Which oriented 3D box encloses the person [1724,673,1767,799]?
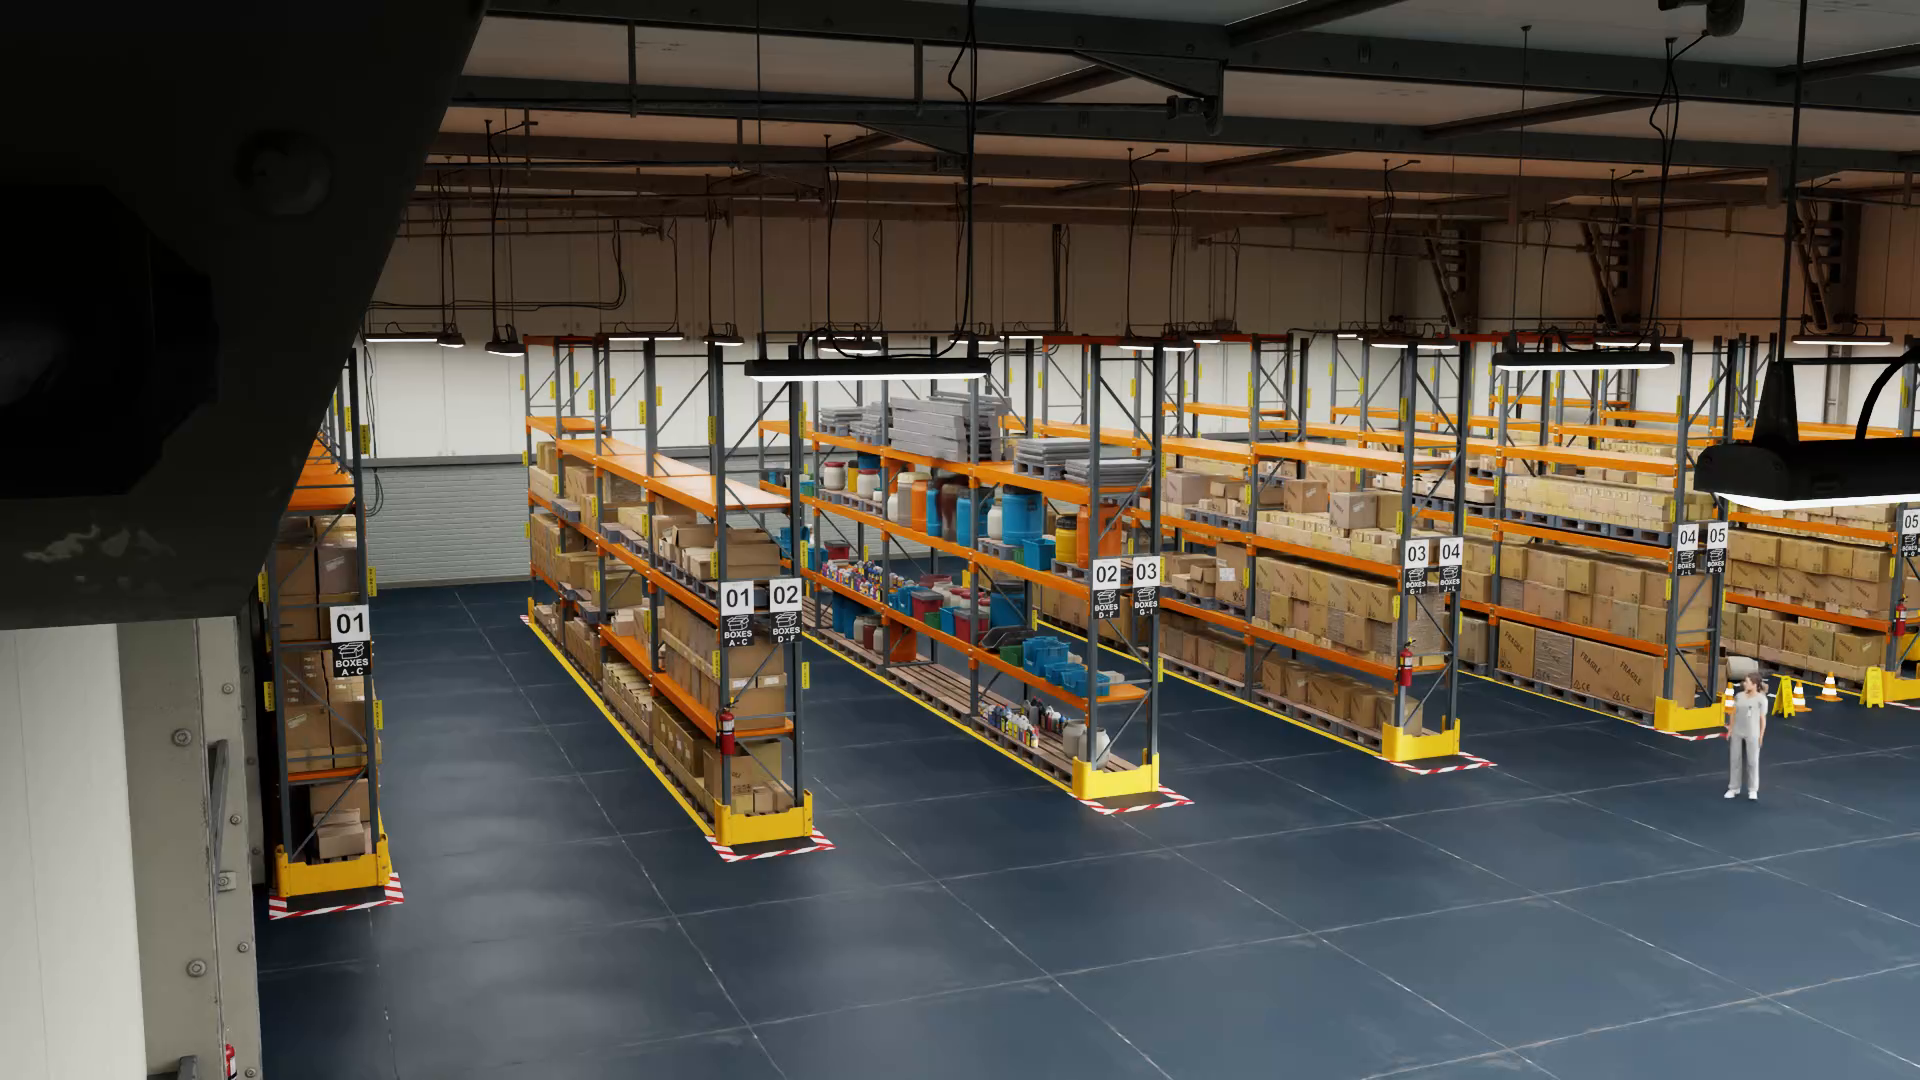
[{"bbox_3d":[10.411,2.593,22.015,0.469,1.703,0.373,7,10,41],"label":"person"}]

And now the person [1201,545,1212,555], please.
[{"bbox_3d":[6.359,-0.081,41.847,1.072,1.658,0.678,-1,8,-6],"label":"person"}]

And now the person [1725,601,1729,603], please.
[{"bbox_3d":[15.814,1.018,34.024,0.432,1.689,0.563,2,8,14],"label":"person"}]

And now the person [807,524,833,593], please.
[{"bbox_3d":[-3.404,0.420,38.365,1.024,1.596,0.572,6,10,37],"label":"person"}]
